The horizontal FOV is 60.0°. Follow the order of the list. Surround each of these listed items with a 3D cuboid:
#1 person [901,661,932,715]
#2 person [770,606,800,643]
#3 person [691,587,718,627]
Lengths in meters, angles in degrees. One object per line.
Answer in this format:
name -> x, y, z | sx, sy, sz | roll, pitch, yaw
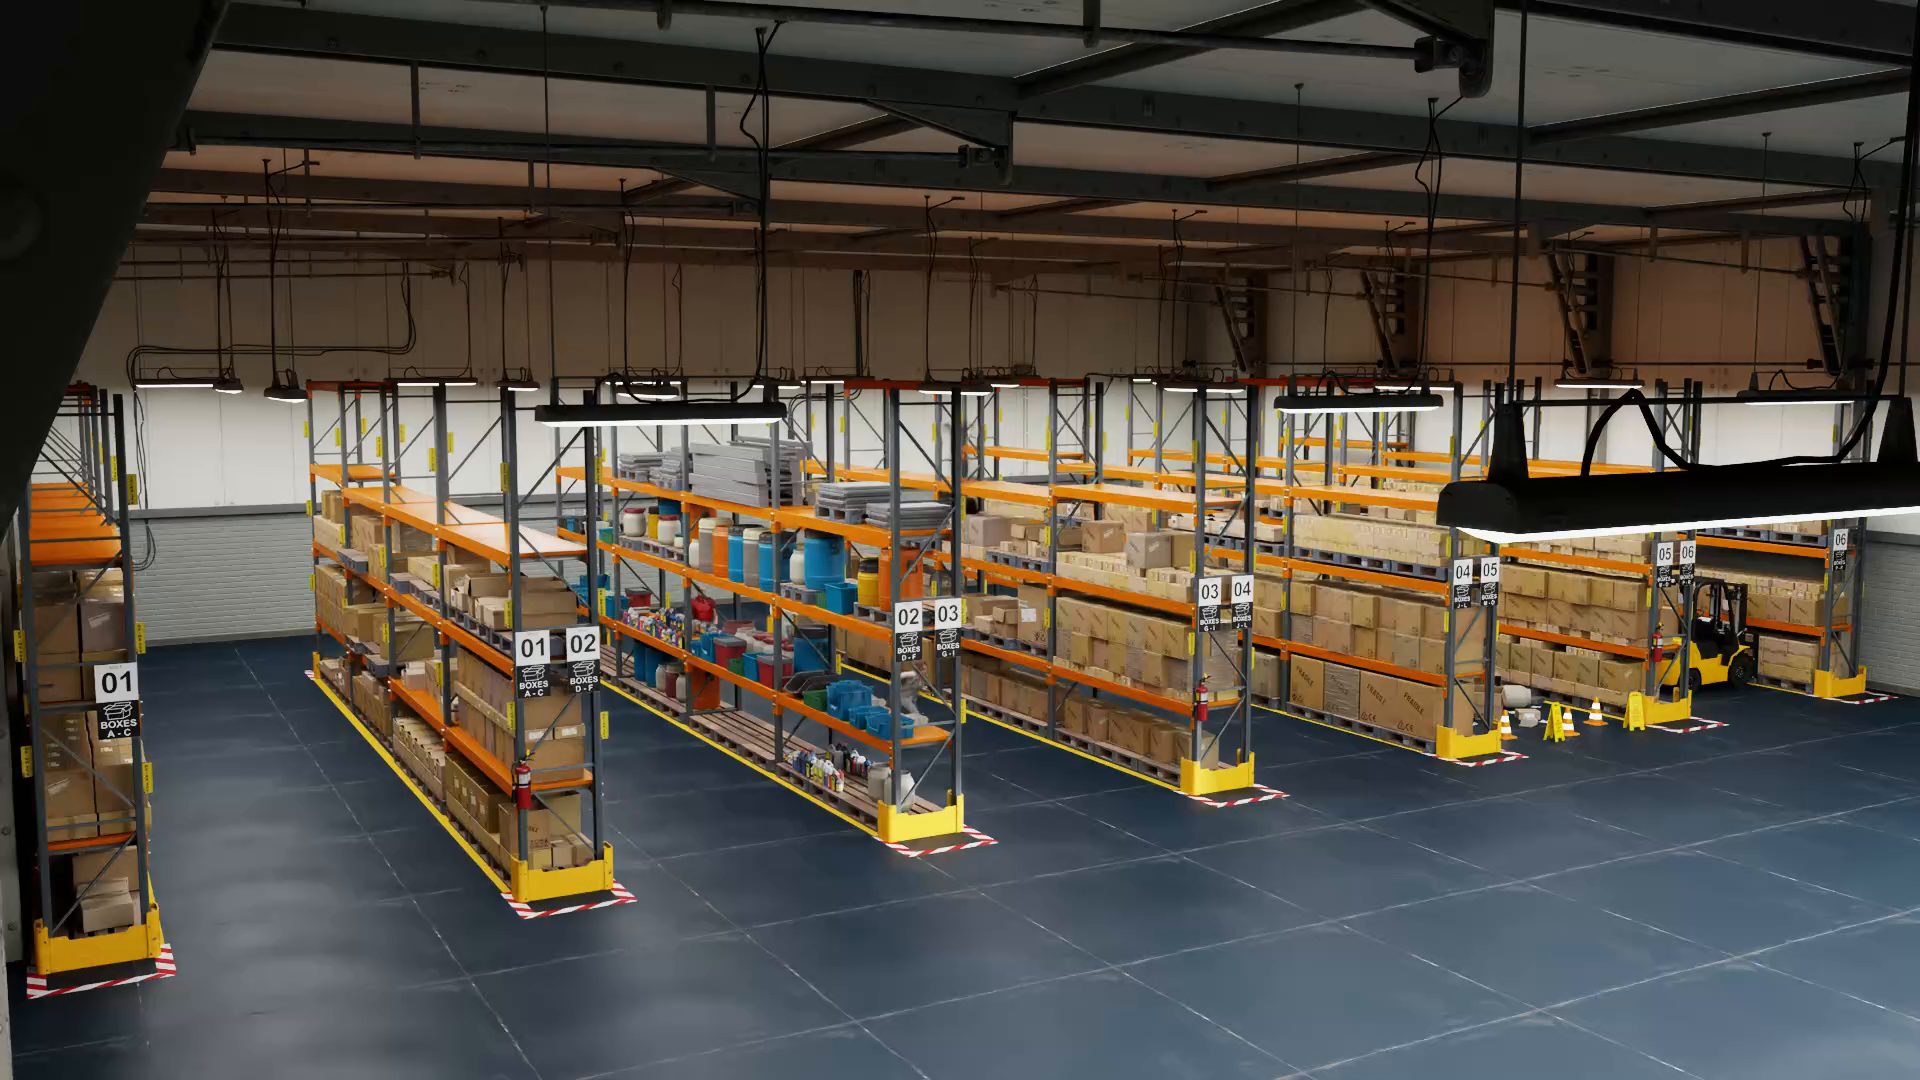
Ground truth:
person -> -0.843, 2.686, 27.514 | 0.868, 1.424, 0.568 | 5, 8, 38
person -> -3.620, 1.822, 34.644 | 0.582, 1.760, 0.743 | -3, 7, -23
person -> -5.364, 1.807, 34.734 | 0.693, 1.692, 0.667 | -3, 7, -29
